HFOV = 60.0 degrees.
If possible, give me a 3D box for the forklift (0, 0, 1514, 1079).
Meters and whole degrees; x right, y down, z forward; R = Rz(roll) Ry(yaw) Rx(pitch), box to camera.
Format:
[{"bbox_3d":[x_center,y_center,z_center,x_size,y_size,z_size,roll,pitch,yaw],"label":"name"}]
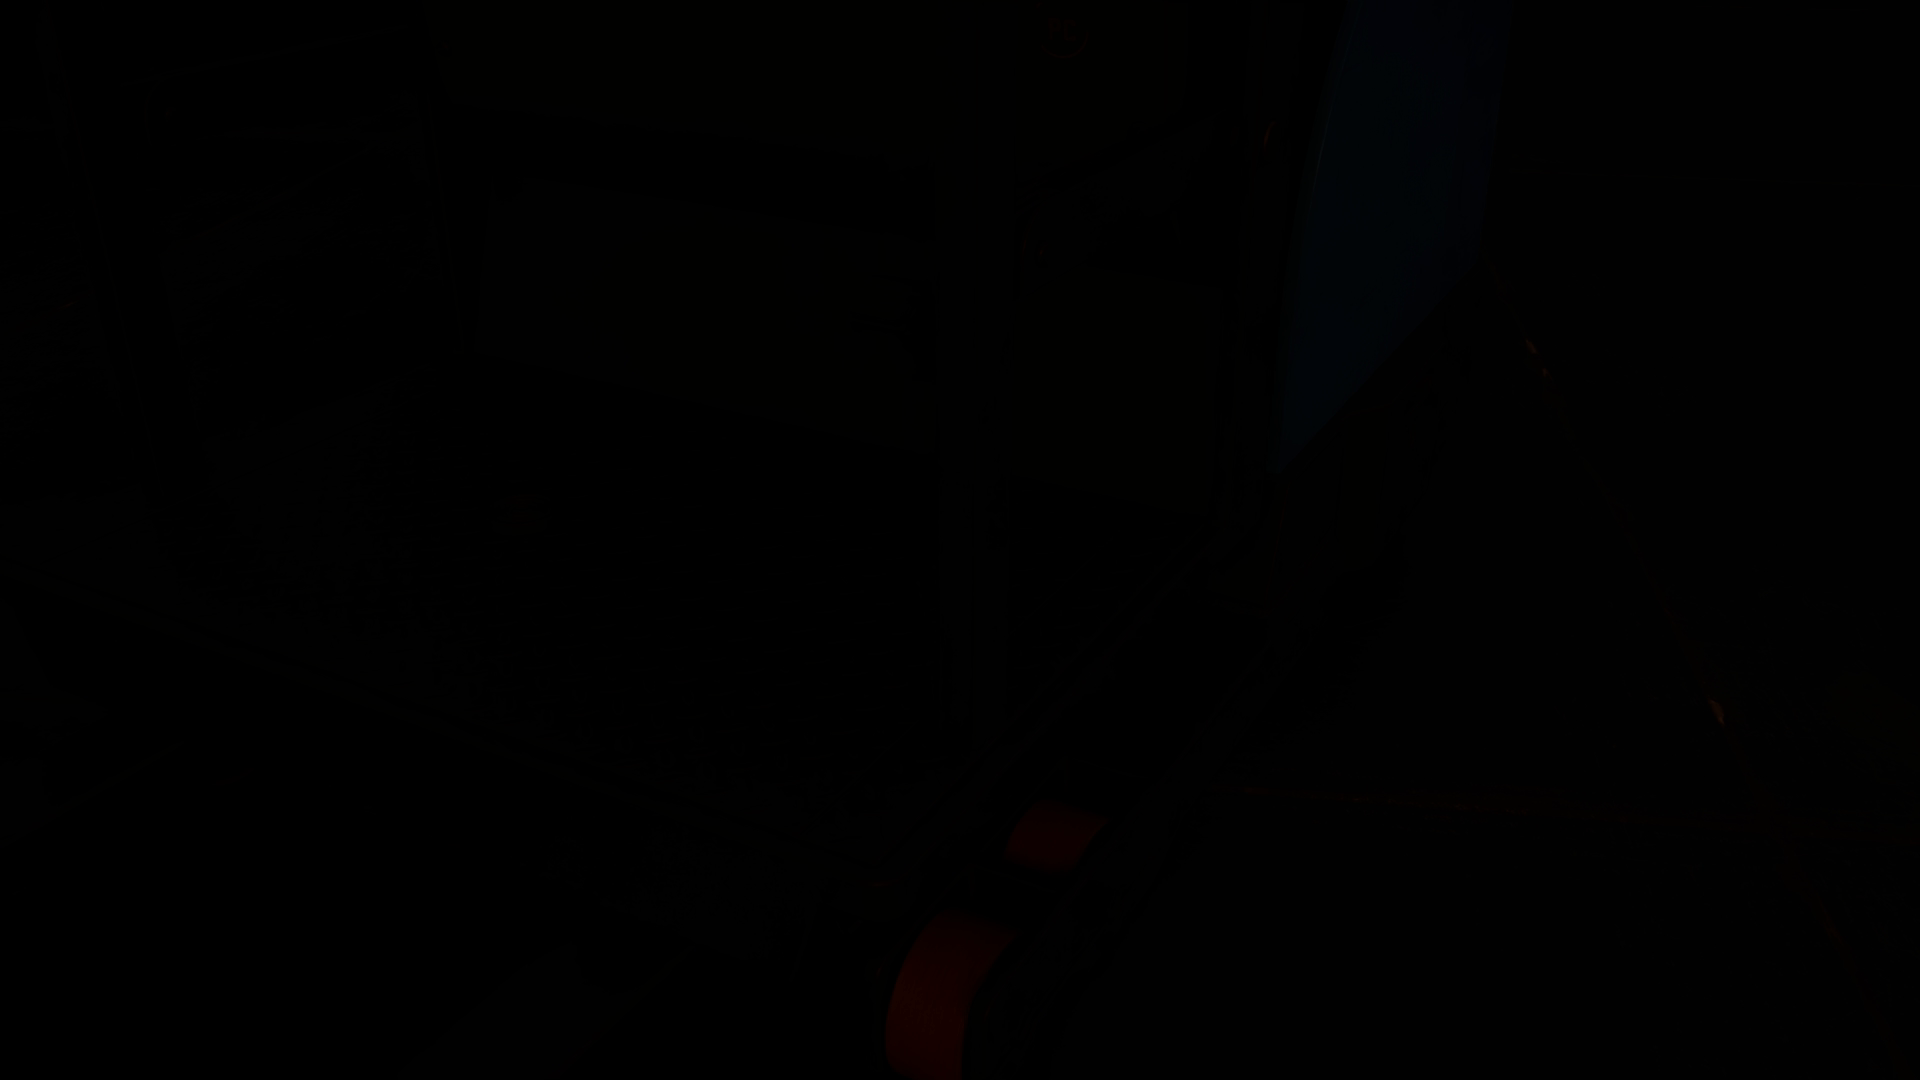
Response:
[{"bbox_3d":[-0.293,-1.043,1.307,1.130,2.935,3.031,14,30,26],"label":"forklift"}]
